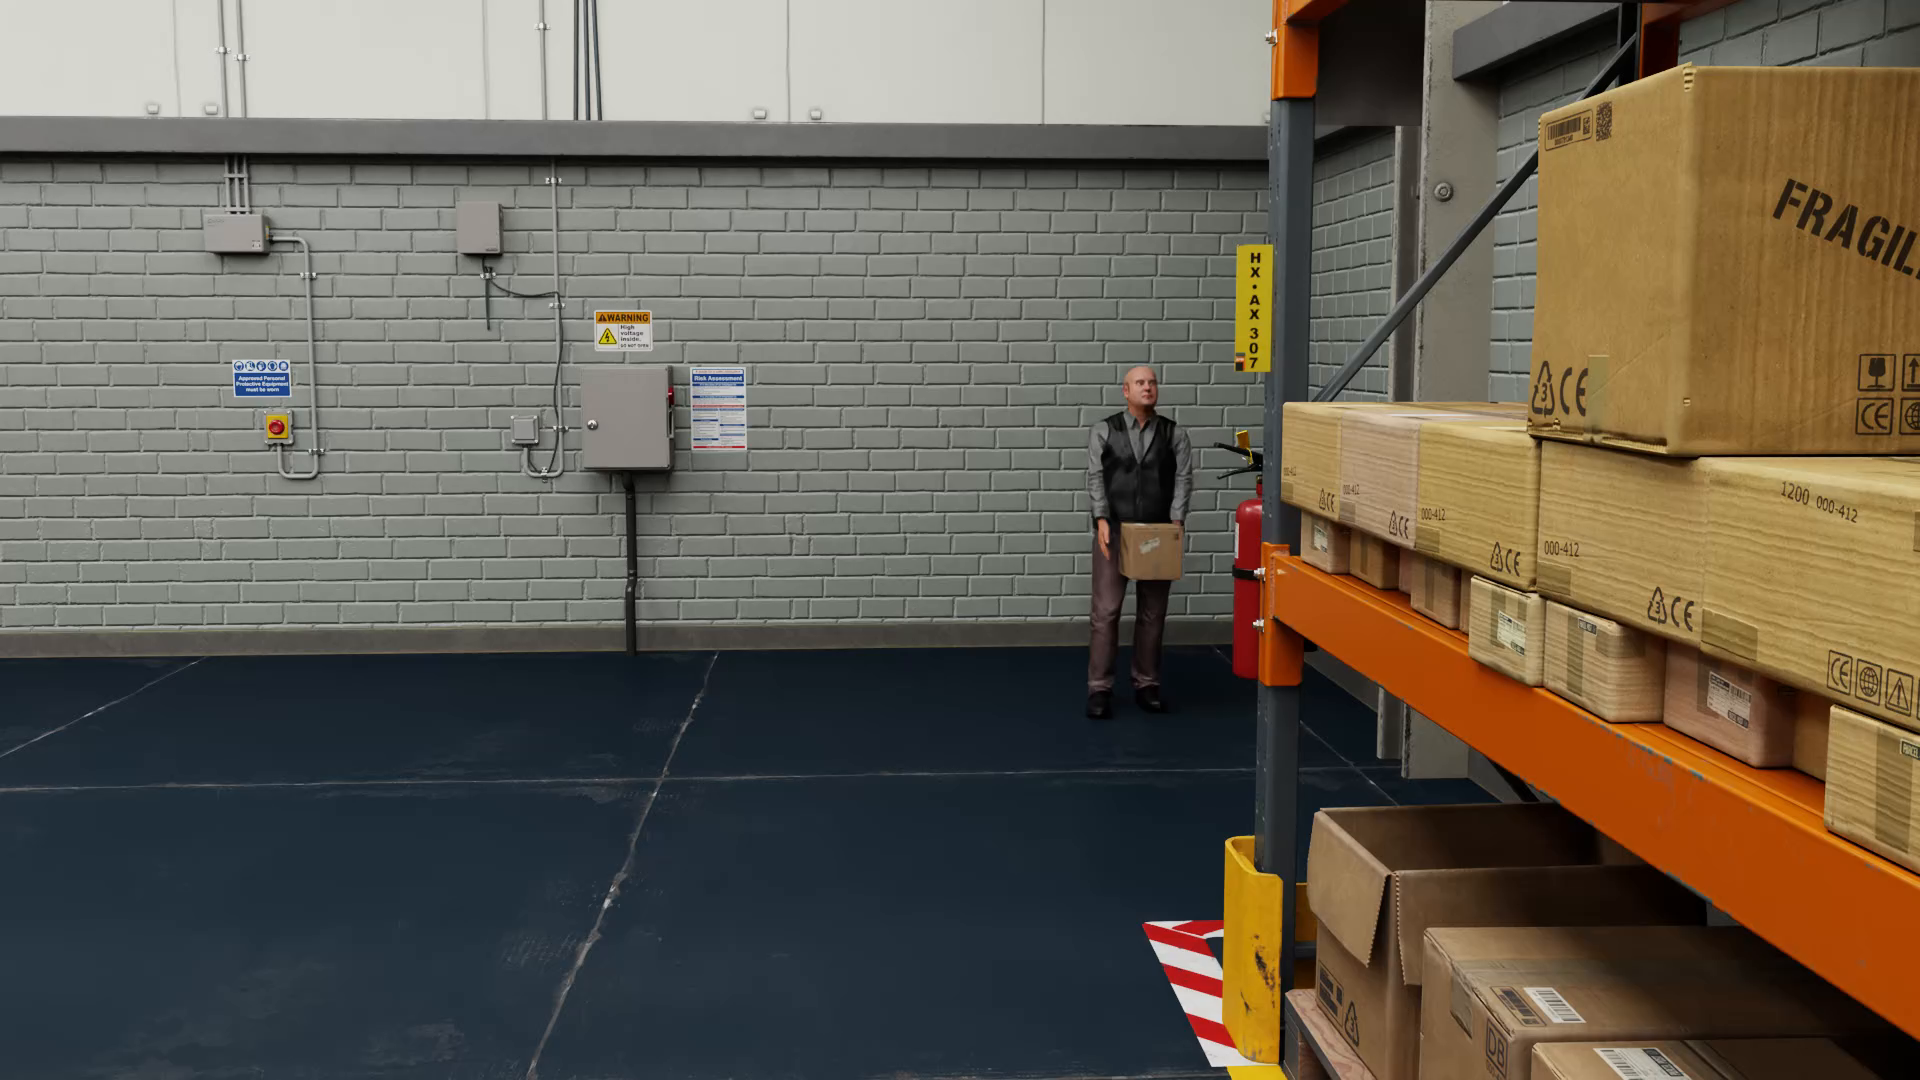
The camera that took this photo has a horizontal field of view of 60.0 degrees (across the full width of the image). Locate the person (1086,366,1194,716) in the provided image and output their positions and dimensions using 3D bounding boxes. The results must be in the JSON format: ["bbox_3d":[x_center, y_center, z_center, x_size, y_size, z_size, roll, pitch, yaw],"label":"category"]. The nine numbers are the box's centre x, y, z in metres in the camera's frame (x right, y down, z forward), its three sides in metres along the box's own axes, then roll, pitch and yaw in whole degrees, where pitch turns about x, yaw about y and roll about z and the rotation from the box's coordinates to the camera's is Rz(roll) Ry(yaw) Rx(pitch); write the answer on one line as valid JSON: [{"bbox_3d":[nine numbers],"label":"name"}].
[{"bbox_3d":[0.894,0.001,8.289,0.554,1.726,0.537,0,7,-1],"label":"person"}]
